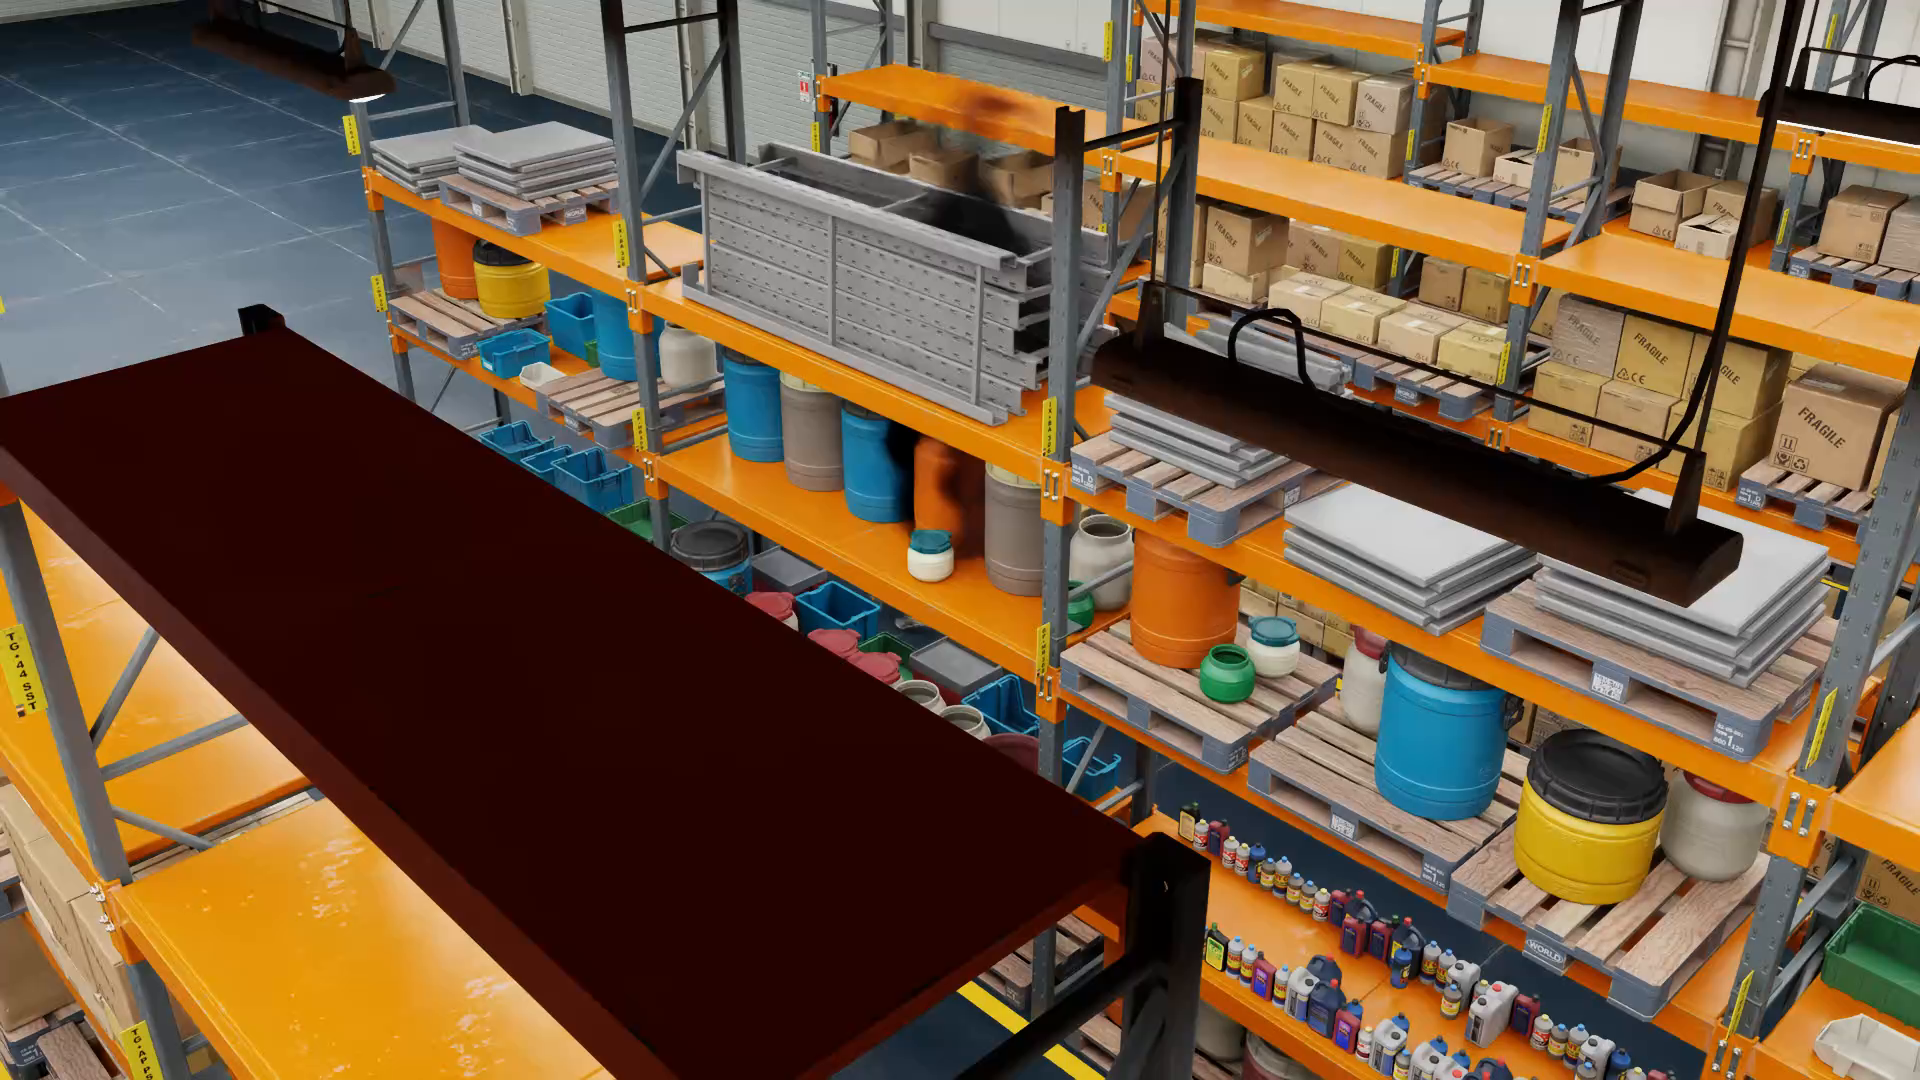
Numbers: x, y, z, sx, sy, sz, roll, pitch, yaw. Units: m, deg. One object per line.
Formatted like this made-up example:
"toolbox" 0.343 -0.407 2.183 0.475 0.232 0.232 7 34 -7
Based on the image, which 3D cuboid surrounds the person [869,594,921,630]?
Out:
"person" -0.661 0.023 15.046 0.812 1.709 0.637 25 37 38
